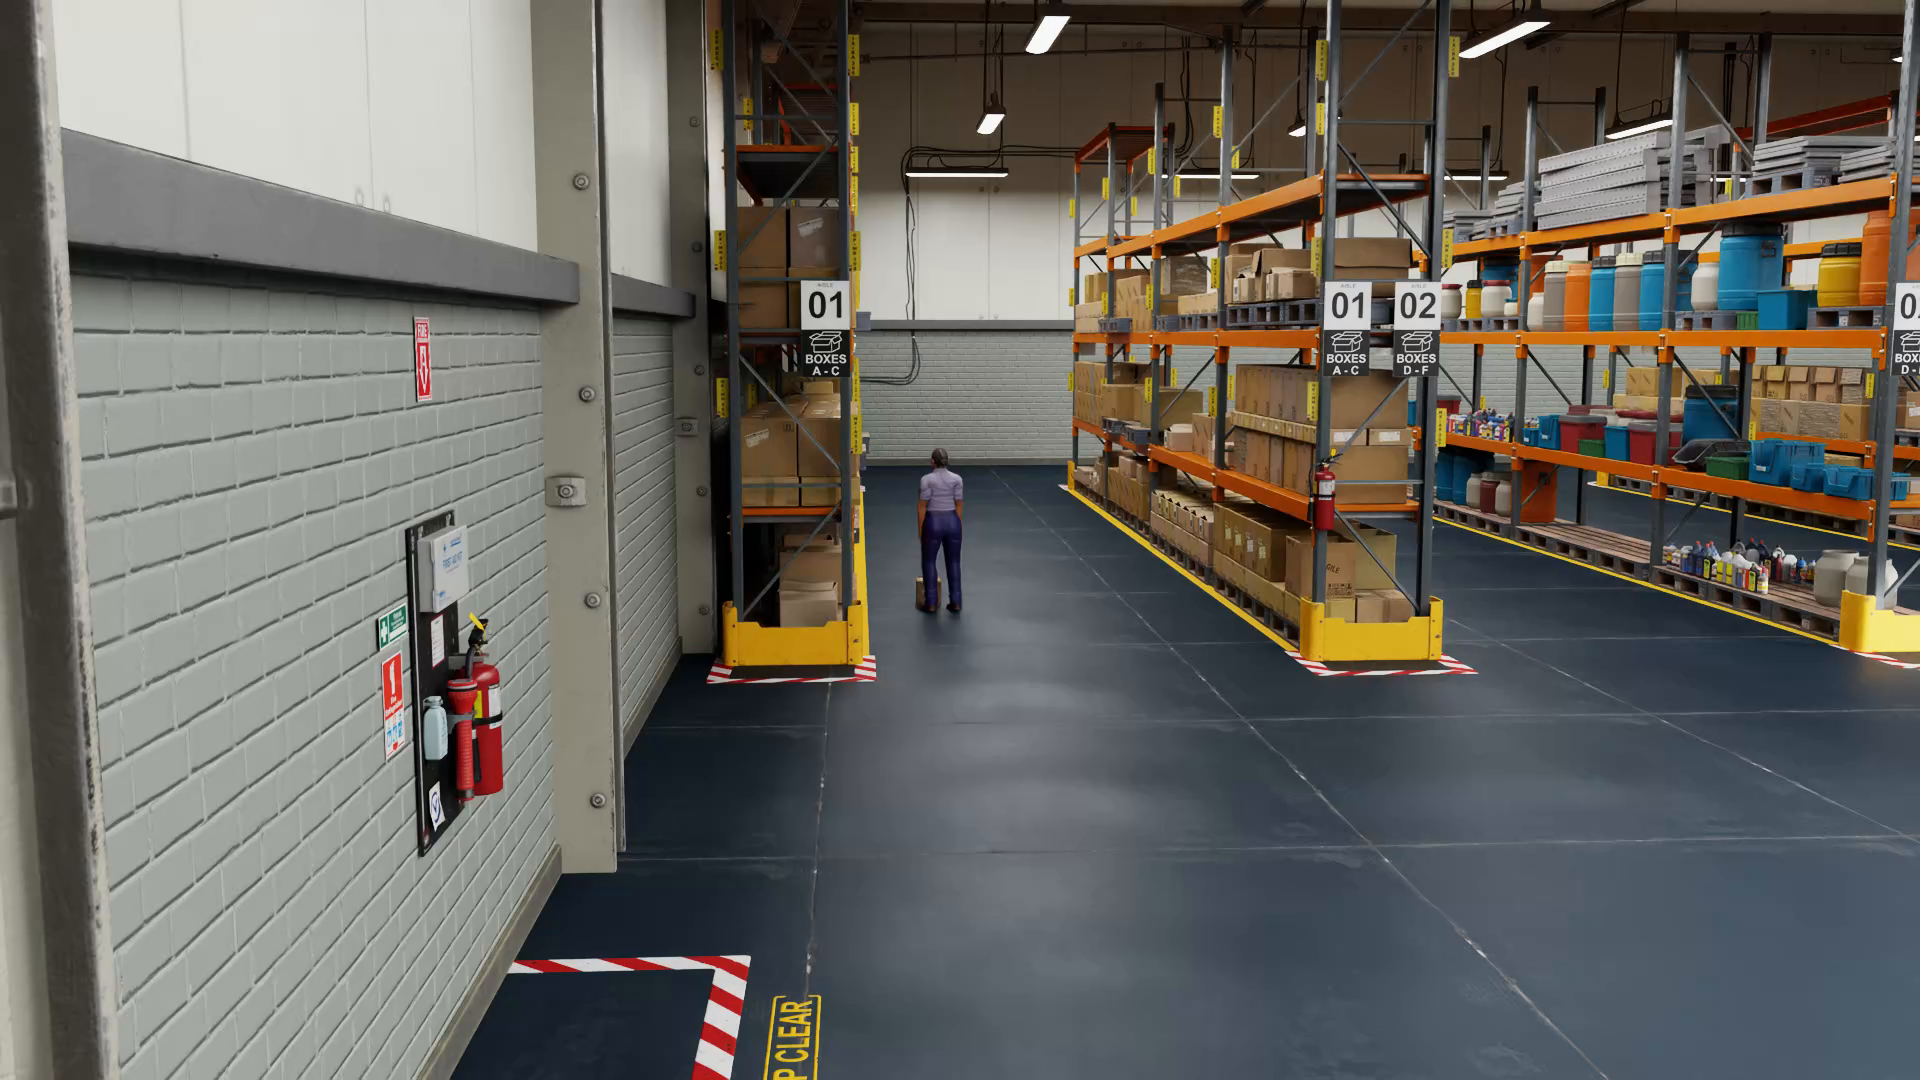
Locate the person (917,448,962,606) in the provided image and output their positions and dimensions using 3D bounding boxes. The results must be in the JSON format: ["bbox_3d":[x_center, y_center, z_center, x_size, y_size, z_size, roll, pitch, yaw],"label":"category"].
[{"bbox_3d":[-0.211,-0.141,16.697,0.468,1.574,0.326,-2,7,-16],"label":"person"}]
